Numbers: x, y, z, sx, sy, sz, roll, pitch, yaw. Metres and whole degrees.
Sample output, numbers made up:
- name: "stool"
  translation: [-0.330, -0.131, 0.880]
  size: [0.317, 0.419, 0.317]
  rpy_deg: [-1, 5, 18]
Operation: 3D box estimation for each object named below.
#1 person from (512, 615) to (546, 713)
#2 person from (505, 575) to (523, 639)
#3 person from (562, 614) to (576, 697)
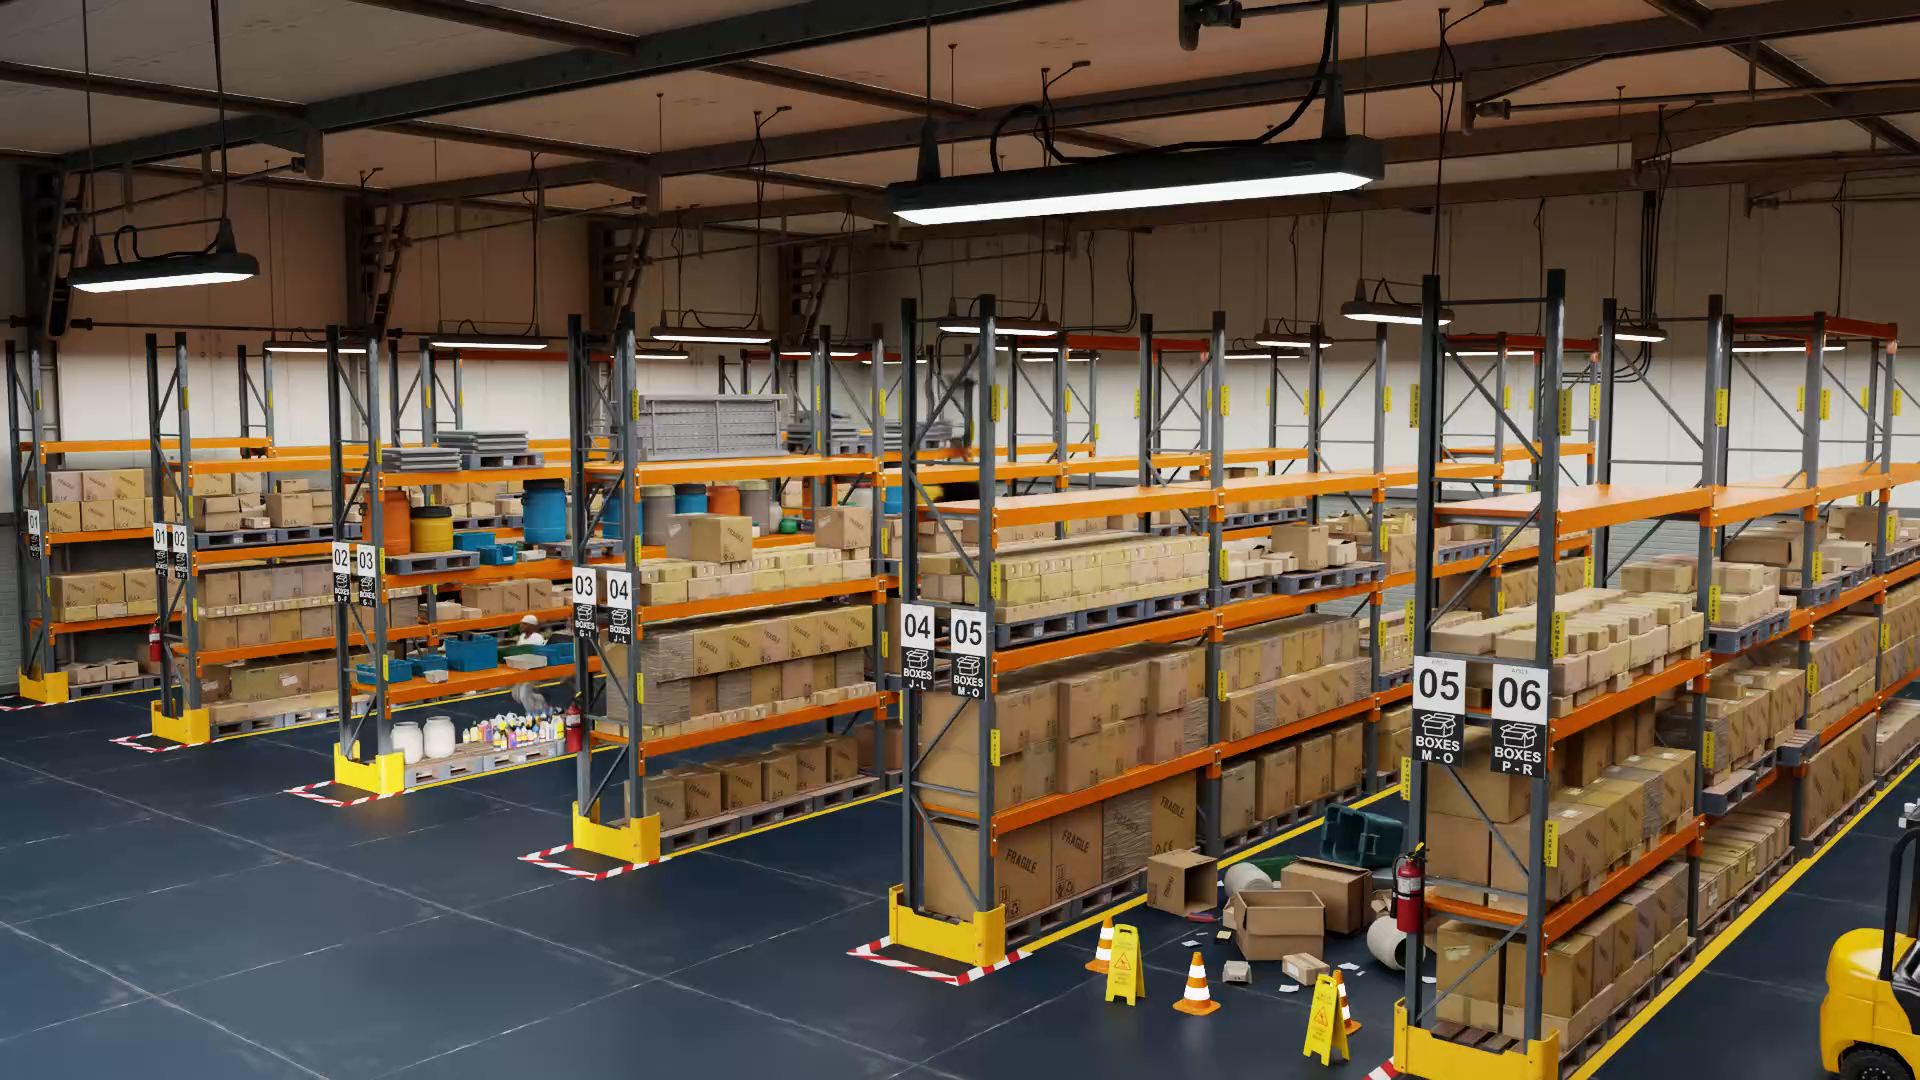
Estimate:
- name: "person"
  translation: [-6.625, 2.009, 25.622]
  size: [0.593, 1.720, 0.710]
  rpy_deg: [-5, 7, -45]
- name: "person"
  translation: [-8.598, 1.364, 31.994]
  size: [0.656, 1.776, 0.968]
  rpy_deg: [3, 6, 27]
- name: "person"
  translation: [-6.194, 1.970, 26.614]
  size: [0.510, 1.570, 0.636]
  rpy_deg: [5, 7, 42]
